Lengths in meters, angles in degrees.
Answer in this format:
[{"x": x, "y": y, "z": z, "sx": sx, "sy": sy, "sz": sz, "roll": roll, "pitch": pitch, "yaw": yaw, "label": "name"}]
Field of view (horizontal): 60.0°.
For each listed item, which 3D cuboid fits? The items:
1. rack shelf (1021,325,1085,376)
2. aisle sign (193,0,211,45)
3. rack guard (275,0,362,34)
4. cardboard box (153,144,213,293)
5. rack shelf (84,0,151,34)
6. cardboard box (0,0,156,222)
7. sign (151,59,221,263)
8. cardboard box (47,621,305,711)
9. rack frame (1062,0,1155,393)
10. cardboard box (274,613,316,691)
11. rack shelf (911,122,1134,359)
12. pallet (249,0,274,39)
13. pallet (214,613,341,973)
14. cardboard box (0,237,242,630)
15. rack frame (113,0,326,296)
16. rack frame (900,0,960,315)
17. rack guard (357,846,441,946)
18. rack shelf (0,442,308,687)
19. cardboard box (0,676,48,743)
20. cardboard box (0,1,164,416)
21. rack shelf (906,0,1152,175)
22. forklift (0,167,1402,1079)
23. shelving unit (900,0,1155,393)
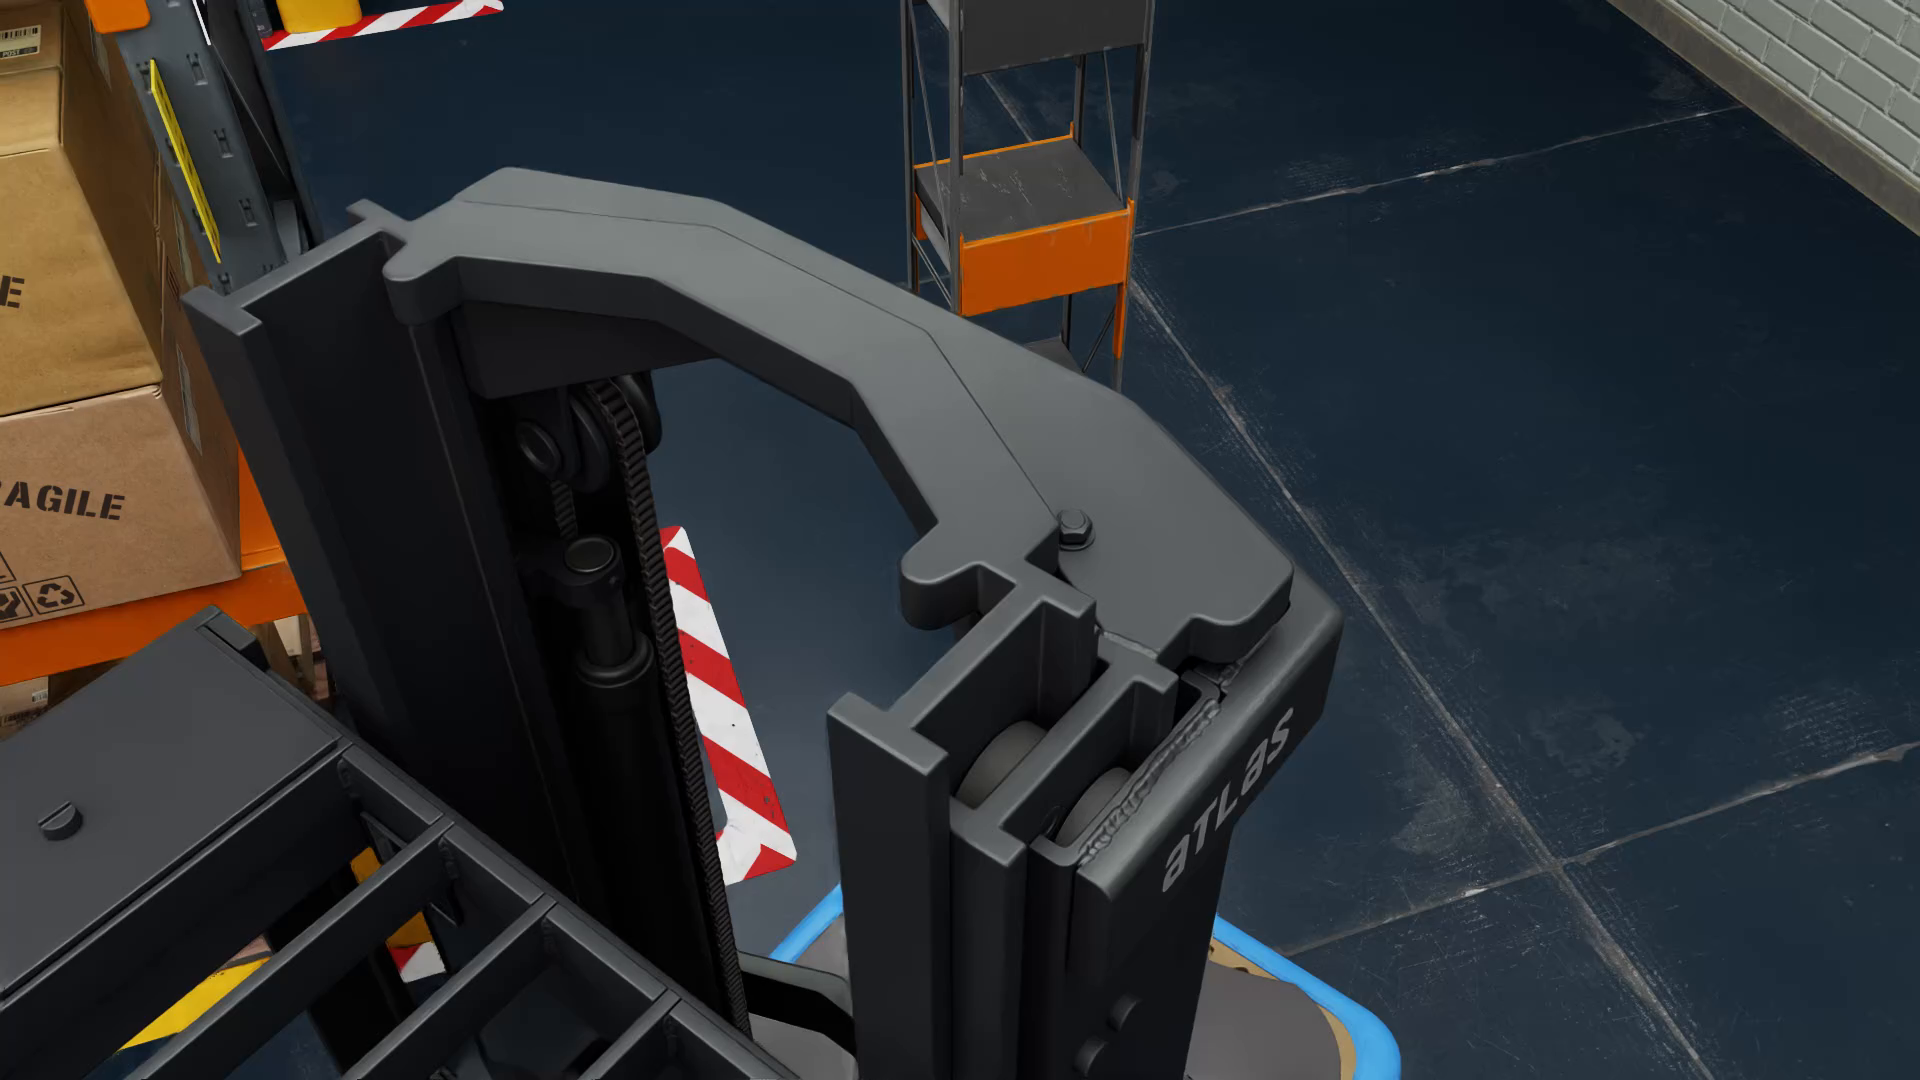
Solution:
[{"x": 0.156, "y": -0.277, "z": 5.051, "sx": 0.480, "sy": 0.518, "sz": 0.431, "roll": -14, "pitch": 47, "yaw": -14, "label": "rack shelf"}, {"x": -1.256, "y": -1.194, "z": 2.487, "sx": 0.004, "sy": 0.787, "sz": 0.394, "roll": -14, "pitch": 47, "yaw": -14, "label": "aisle sign"}, {"x": -3.087, "y": -2.886, "z": 7.774, "sx": 0.348, "sy": 0.500, "sz": 1.175, "roll": -14, "pitch": 47, "yaw": -14, "label": "rack guard"}, {"x": -1.931, "y": -0.568, "z": 3.628, "sx": 0.500, "sy": 0.500, "sz": 0.500, "roll": -13, "pitch": 47, "yaw": -13, "label": "cardboard box"}, {"x": -3.305, "y": -0.788, "z": 2.307, "sx": 4.000, "sy": 0.370, "sz": 1.077, "roll": -14, "pitch": 47, "yaw": -14, "label": "rack shelf"}, {"x": -1.931, "y": -0.921, "z": 3.273, "sx": 0.500, "sy": 0.500, "sz": 0.500, "roll": -13, "pitch": 47, "yaw": -13, "label": "cardboard box"}, {"x": -1.255, "y": -0.609, "z": 2.699, "sx": 0.005, "sy": 0.325, "sz": 0.100, "roll": -14, "pitch": 47, "yaw": -14, "label": "sign"}, {"x": -1.852, "y": 0.558, "z": 4.030, "sx": 0.500, "sy": 0.500, "sz": 0.500, "roll": -14, "pitch": 47, "yaw": -14, "label": "cardboard box"}, {"x": 0.385, "y": -0.840, "z": 4.604, "sx": 0.015, "sy": 2.100, "sz": 0.400, "roll": -14, "pitch": 47, "yaw": -14, "label": "rack frame"}, {"x": -1.935, "y": 0.259, "z": 4.576, "sx": 0.250, "sy": 0.149, "sz": 0.380, "roll": -14, "pitch": 47, "yaw": -14, "label": "cardboard box"}, {"x": 0.156, "y": -0.771, "z": 4.556, "sx": 0.480, "sy": 0.518, "sz": 0.431, "roll": -14, "pitch": 47, "yaw": -14, "label": "rack shelf"}, {"x": -3.835, "y": -2.534, "z": 7.627, "sx": 1.213, "sy": 0.211, "sz": 1.003, "roll": -14, "pitch": 47, "yaw": -14, "label": "pallet"}, {"x": -2.245, "y": 0.731, "z": 4.372, "sx": 1.213, "sy": 0.211, "sz": 1.003, "roll": -14, "pitch": 47, "yaw": -14, "label": "pallet"}, {"x": -1.753, "y": -0.210, "z": 3.271, "sx": 0.500, "sy": 0.500, "sz": 0.500, "roll": -13, "pitch": 47, "yaw": -13, "label": "cardboard box"}, {"x": -1.424, "y": -0.464, "z": 3.594, "sx": 0.127, "sy": 3.000, "sz": 1.000, "roll": -14, "pitch": 47, "yaw": -14, "label": "rack frame"}, {"x": -0.074, "y": -0.722, "z": 4.487, "sx": 0.015, "sy": 2.100, "sz": 0.400, "roll": -14, "pitch": 47, "yaw": -14, "label": "rack frame"}, {"x": -1.496, "y": 0.437, "z": 4.461, "sx": 0.348, "sy": 0.500, "sz": 1.175, "roll": -14, "pitch": 47, "yaw": -14, "label": "rack guard"}, {"x": -3.305, "y": 0.271, "z": 3.370, "sx": 4.000, "sy": 0.370, "sz": 1.077, "roll": -14, "pitch": 47, "yaw": -14, "label": "rack shelf"}, {"x": -2.502, "y": 0.414, "z": 4.351, "sx": 0.500, "sy": 0.250, "sz": 0.500, "roll": -14, "pitch": 47, "yaw": -14, "label": "cardboard box"}, {"x": -1.749, "y": -0.562, "z": 2.916, "sx": 0.500, "sy": 0.500, "sz": 0.500, "roll": -15, "pitch": 47, "yaw": -14, "label": "cardboard box"}, {"x": 0.156, "y": -1.266, "z": 4.060, "sx": 0.480, "sy": 0.518, "sz": 0.431, "roll": -14, "pitch": 47, "yaw": -14, "label": "rack shelf"}, {"x": -0.519, "y": 1.194, "z": 1.991, "sx": 1.130, "sy": 2.935, "sz": 3.031, "roll": 29, "pitch": 52, "yaw": 26, "label": "forklift"}, {"x": 0.156, "y": -0.781, "z": 4.546, "sx": 0.503, "sy": 2.100, "sz": 0.431, "roll": -14, "pitch": 47, "yaw": -14, "label": "shelving unit"}]
